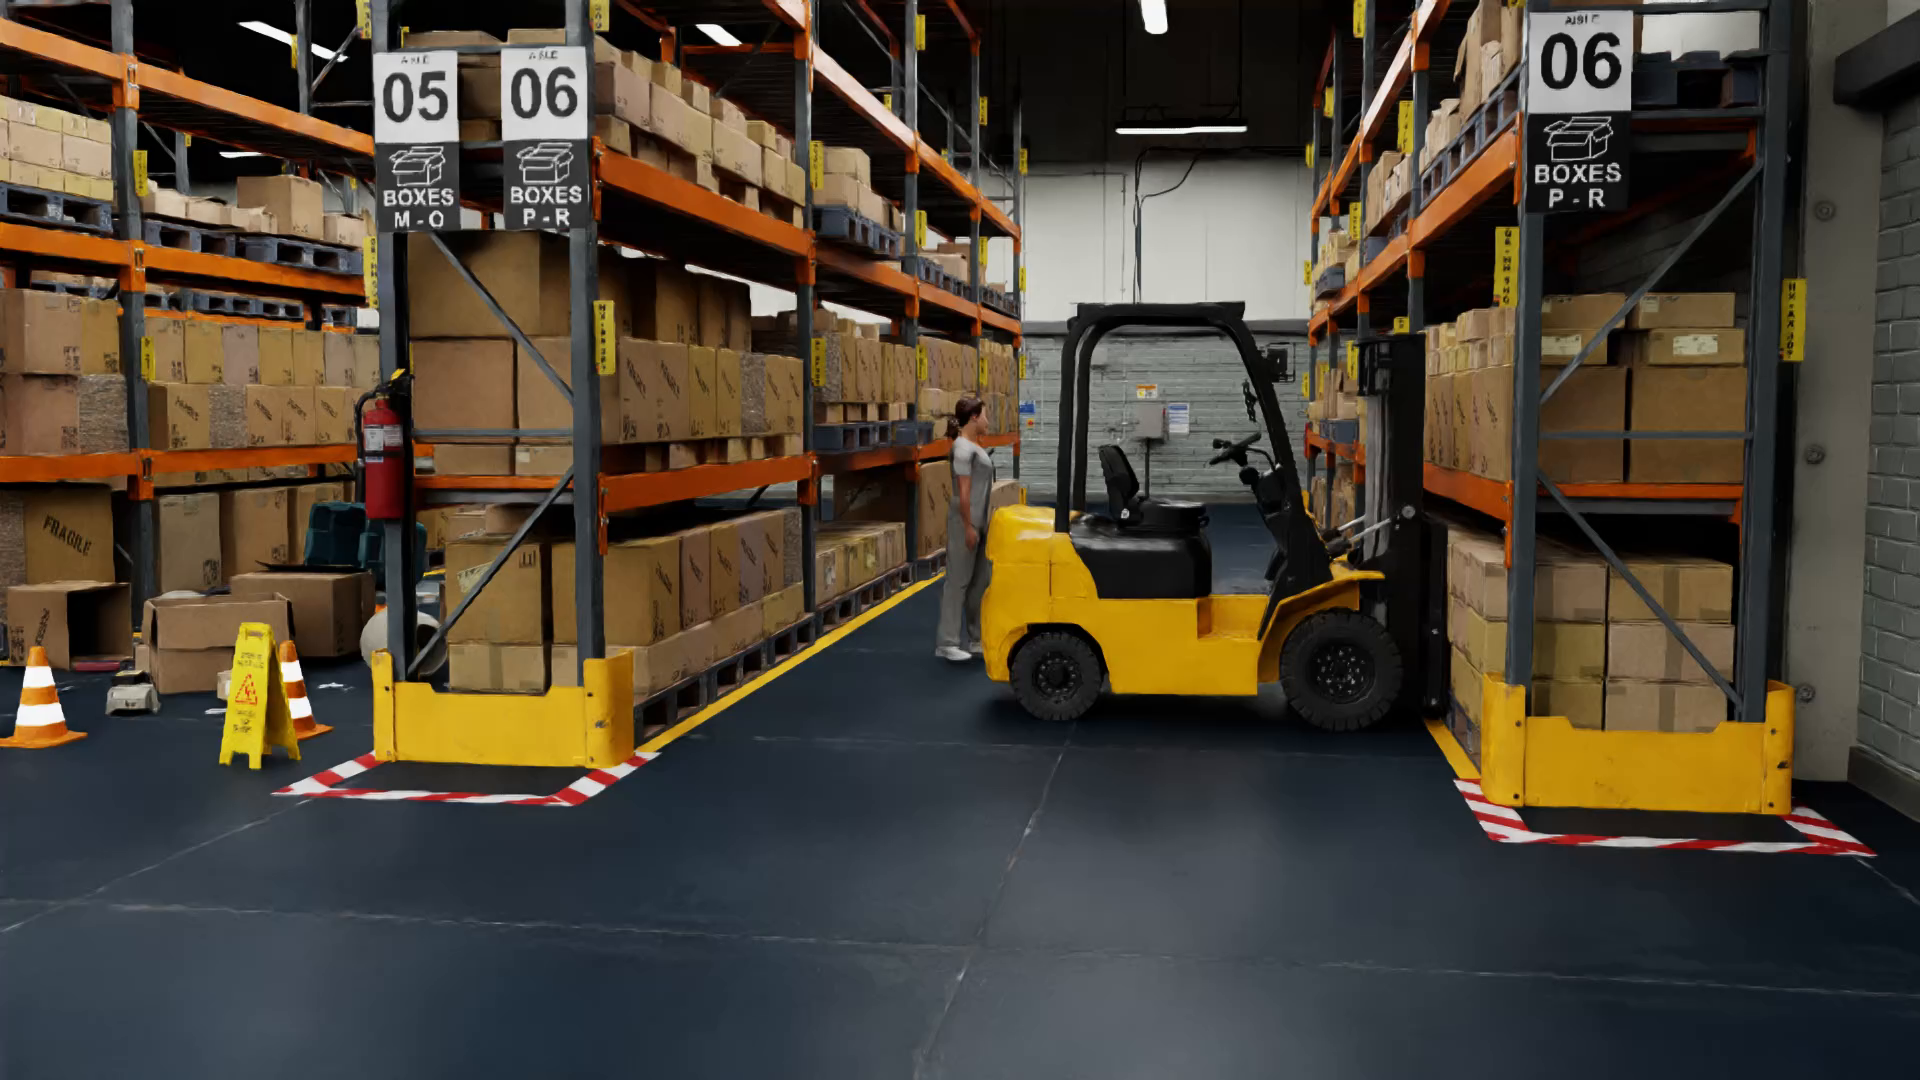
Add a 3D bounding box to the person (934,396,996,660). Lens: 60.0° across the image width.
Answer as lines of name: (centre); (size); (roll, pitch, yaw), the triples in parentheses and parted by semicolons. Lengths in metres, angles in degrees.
person: (0.097, -0.086, 10.659); (0.495, 1.670, 0.545); (1, 5, 10)
